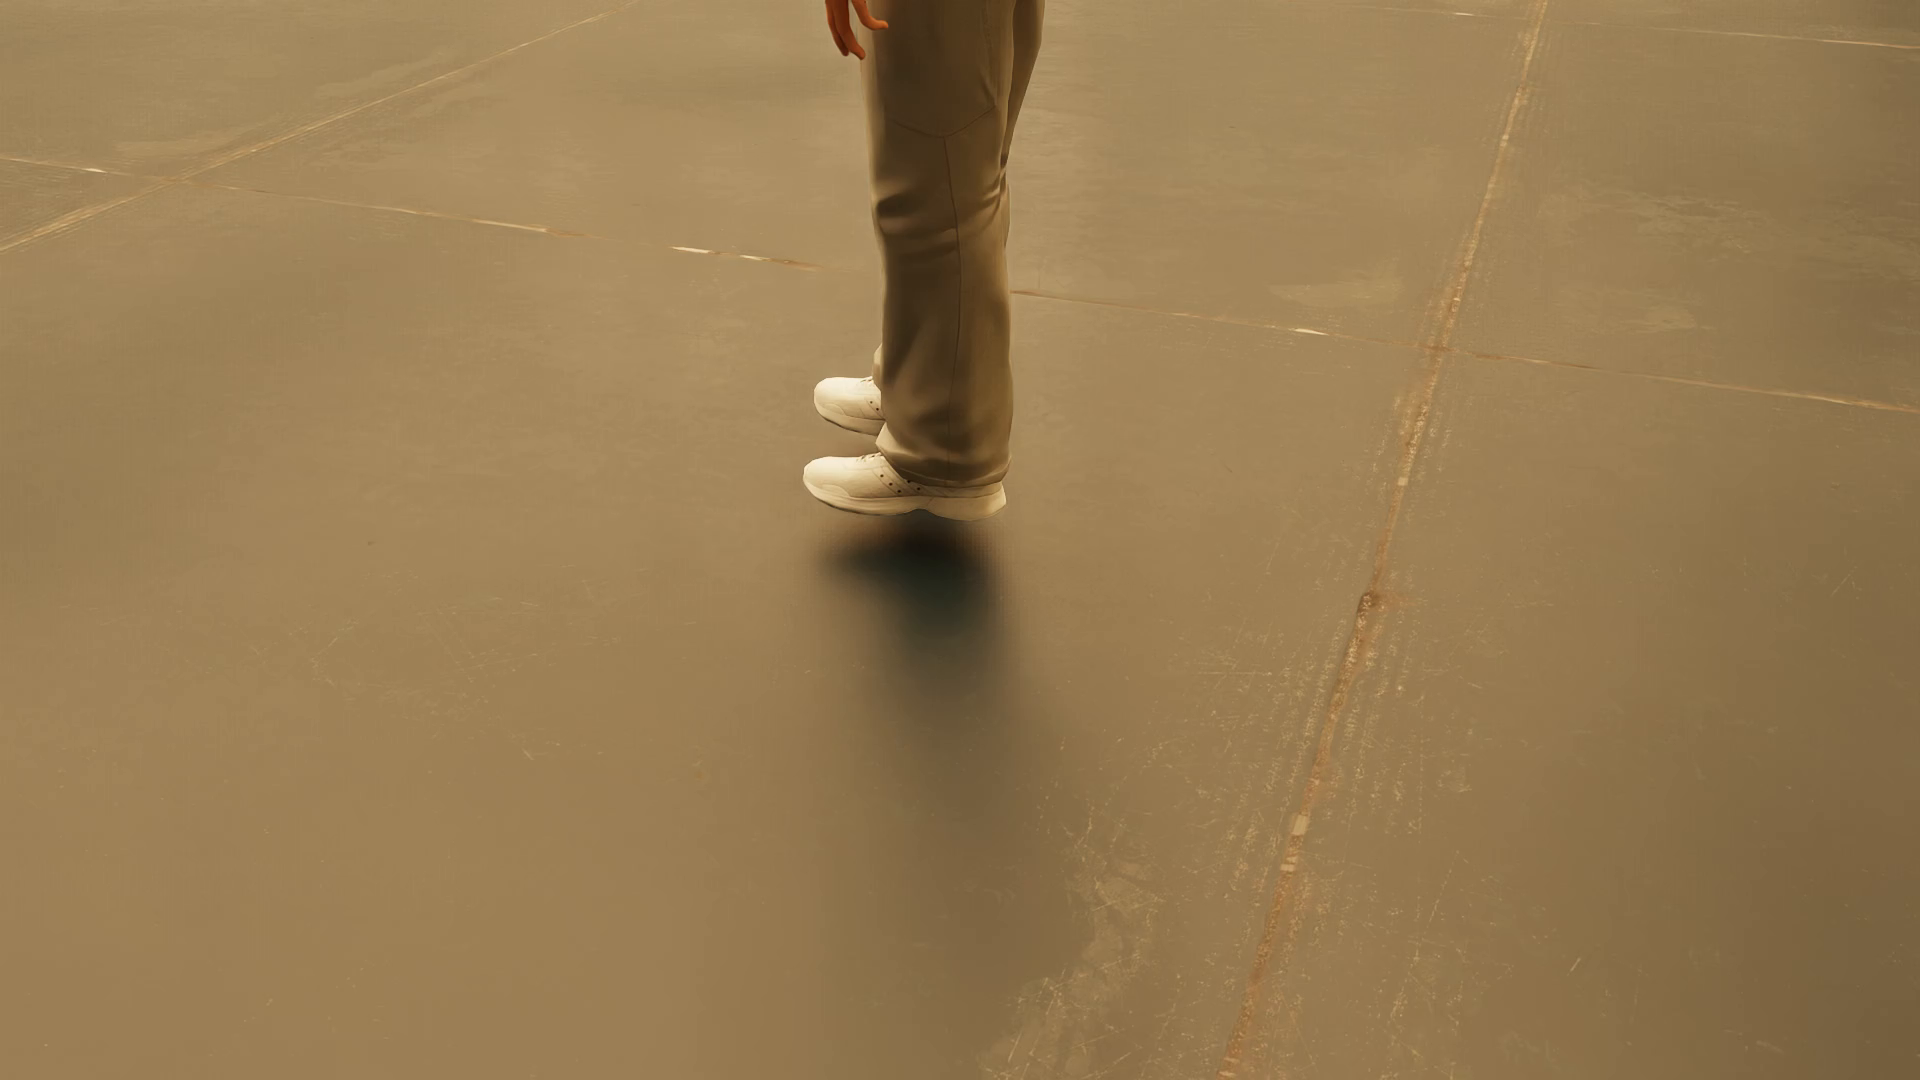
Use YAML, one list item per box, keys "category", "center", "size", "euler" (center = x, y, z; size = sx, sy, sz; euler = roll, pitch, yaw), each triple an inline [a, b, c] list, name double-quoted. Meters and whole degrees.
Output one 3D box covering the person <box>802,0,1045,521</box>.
- category: "person"
  center: [-0.065, -0.789, 2.097]
  size: [0.547, 1.673, 0.549]
  euler: [10, 31, 18]
